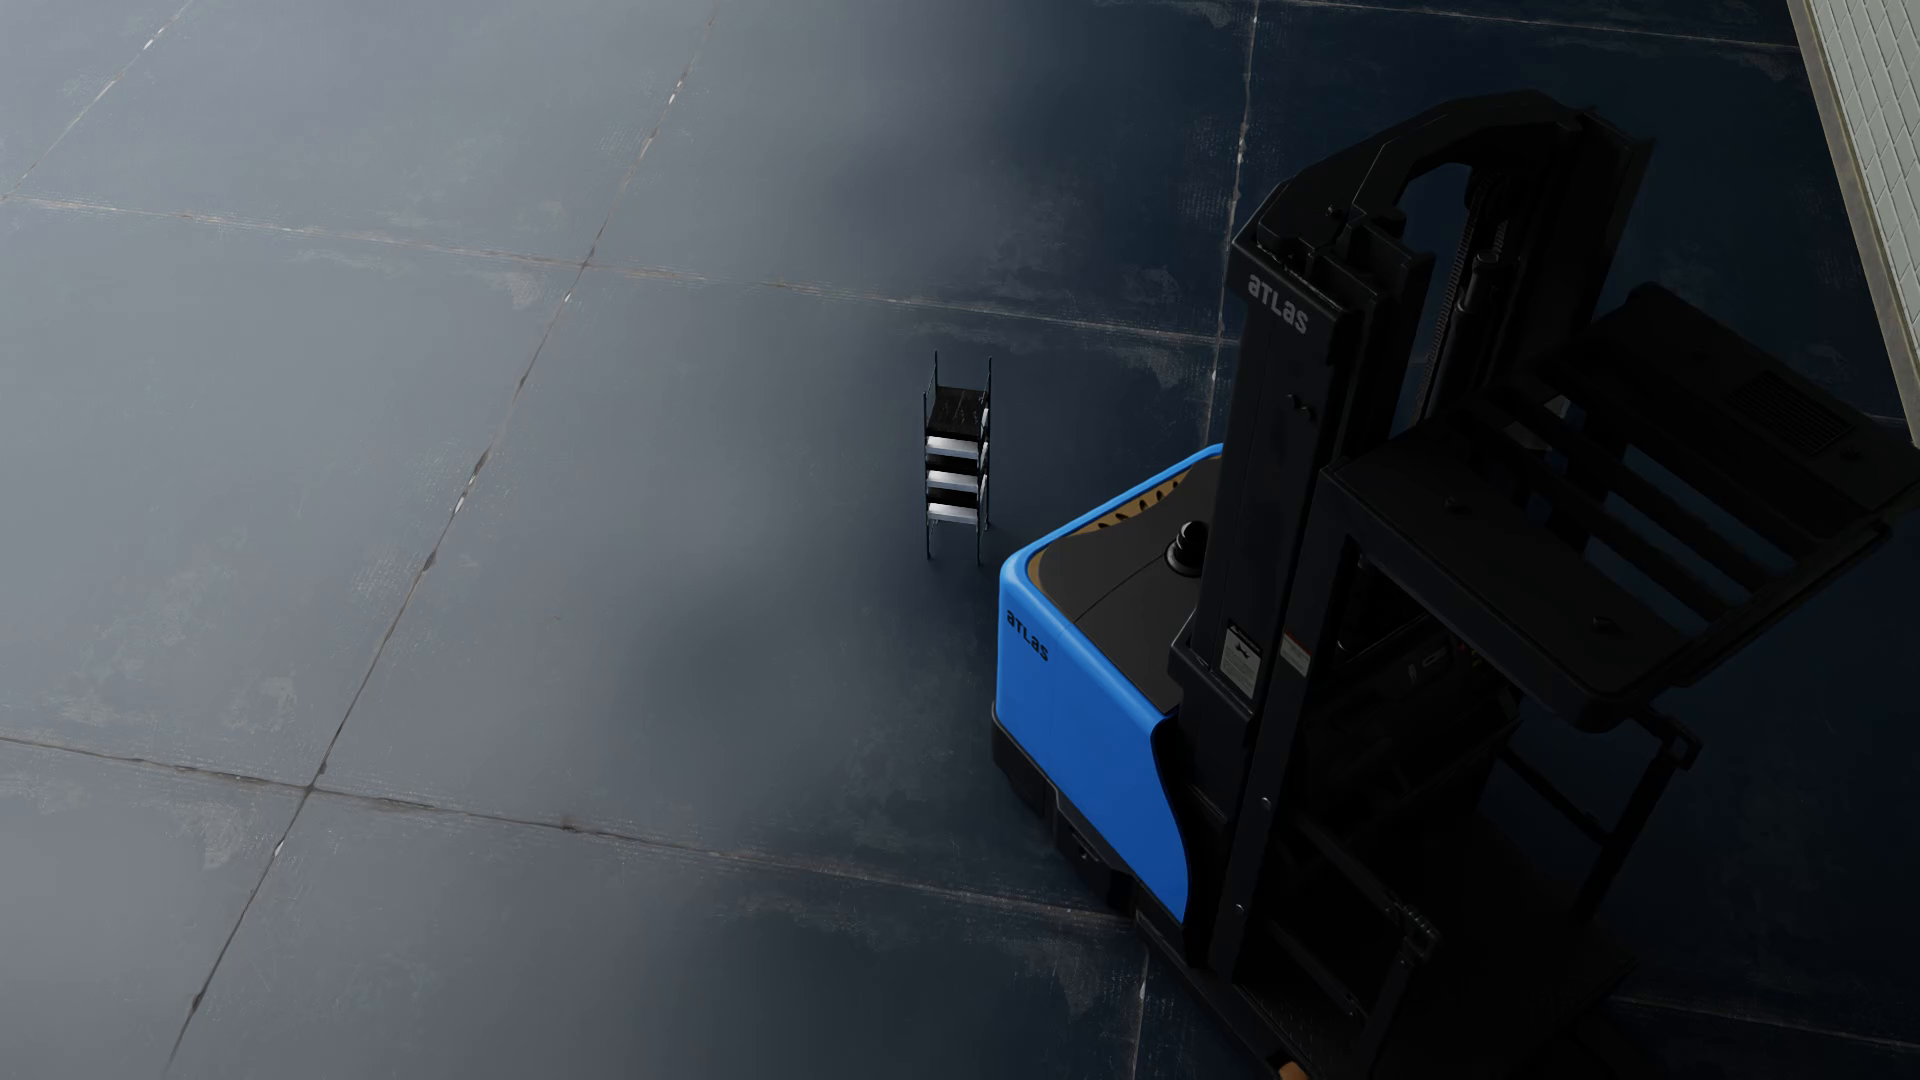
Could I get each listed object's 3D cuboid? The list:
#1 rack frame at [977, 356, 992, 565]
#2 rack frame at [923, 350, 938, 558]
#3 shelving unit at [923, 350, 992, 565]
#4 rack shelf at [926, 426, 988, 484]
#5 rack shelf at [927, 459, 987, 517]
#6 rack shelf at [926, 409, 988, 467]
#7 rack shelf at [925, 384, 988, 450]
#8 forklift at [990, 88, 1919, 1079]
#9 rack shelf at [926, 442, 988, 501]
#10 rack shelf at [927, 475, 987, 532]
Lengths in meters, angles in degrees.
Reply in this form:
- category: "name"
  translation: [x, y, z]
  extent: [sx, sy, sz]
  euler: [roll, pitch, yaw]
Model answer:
- category: "rack frame"
  translation: [0.092, -0.288, 6.376]
  extent: [0.006, 0.900, 0.240]
  euler: [8, 49, 7]
- category: "rack frame"
  translation: [-0.108, -0.315, 6.400]
  extent: [0.006, 0.900, 0.240]
  euler: [8, 49, 7]
- category: "shelving unit"
  translation: [-0.008, -0.302, 6.388]
  extent: [0.210, 0.900, 0.258]
  euler: [8, 49, 7]
- category: "rack shelf"
  translation: [-0.008, -0.340, 6.346]
  extent: [0.200, 0.077, 0.258]
  euler: [8, 49, 7]
- category: "rack shelf"
  translation: [-0.008, -0.219, 6.480]
  extent: [0.200, 0.077, 0.258]
  euler: [8, 49, 7]
- category: "rack shelf"
  translation: [-0.008, -0.400, 6.279]
  extent: [0.200, 0.077, 0.258]
  euler: [8, 49, 7]
- category: "rack shelf"
  translation: [-0.008, -0.460, 6.212]
  extent: [0.200, 0.077, 0.258]
  euler: [8, 49, 7]
- category: "forklift"
  translation: [1.377, 0.487, 4.314]
  extent: [1.130, 2.935, 3.031]
  euler: [-28, 54, -23]
- category: "rack shelf"
  translation: [-0.008, -0.280, 6.413]
  extent: [0.200, 0.077, 0.258]
  euler: [8, 49, 7]
- category: "rack shelf"
  translation: [-0.008, -0.159, 6.547]
  extent: [0.200, 0.077, 0.258]
  euler: [8, 49, 7]
